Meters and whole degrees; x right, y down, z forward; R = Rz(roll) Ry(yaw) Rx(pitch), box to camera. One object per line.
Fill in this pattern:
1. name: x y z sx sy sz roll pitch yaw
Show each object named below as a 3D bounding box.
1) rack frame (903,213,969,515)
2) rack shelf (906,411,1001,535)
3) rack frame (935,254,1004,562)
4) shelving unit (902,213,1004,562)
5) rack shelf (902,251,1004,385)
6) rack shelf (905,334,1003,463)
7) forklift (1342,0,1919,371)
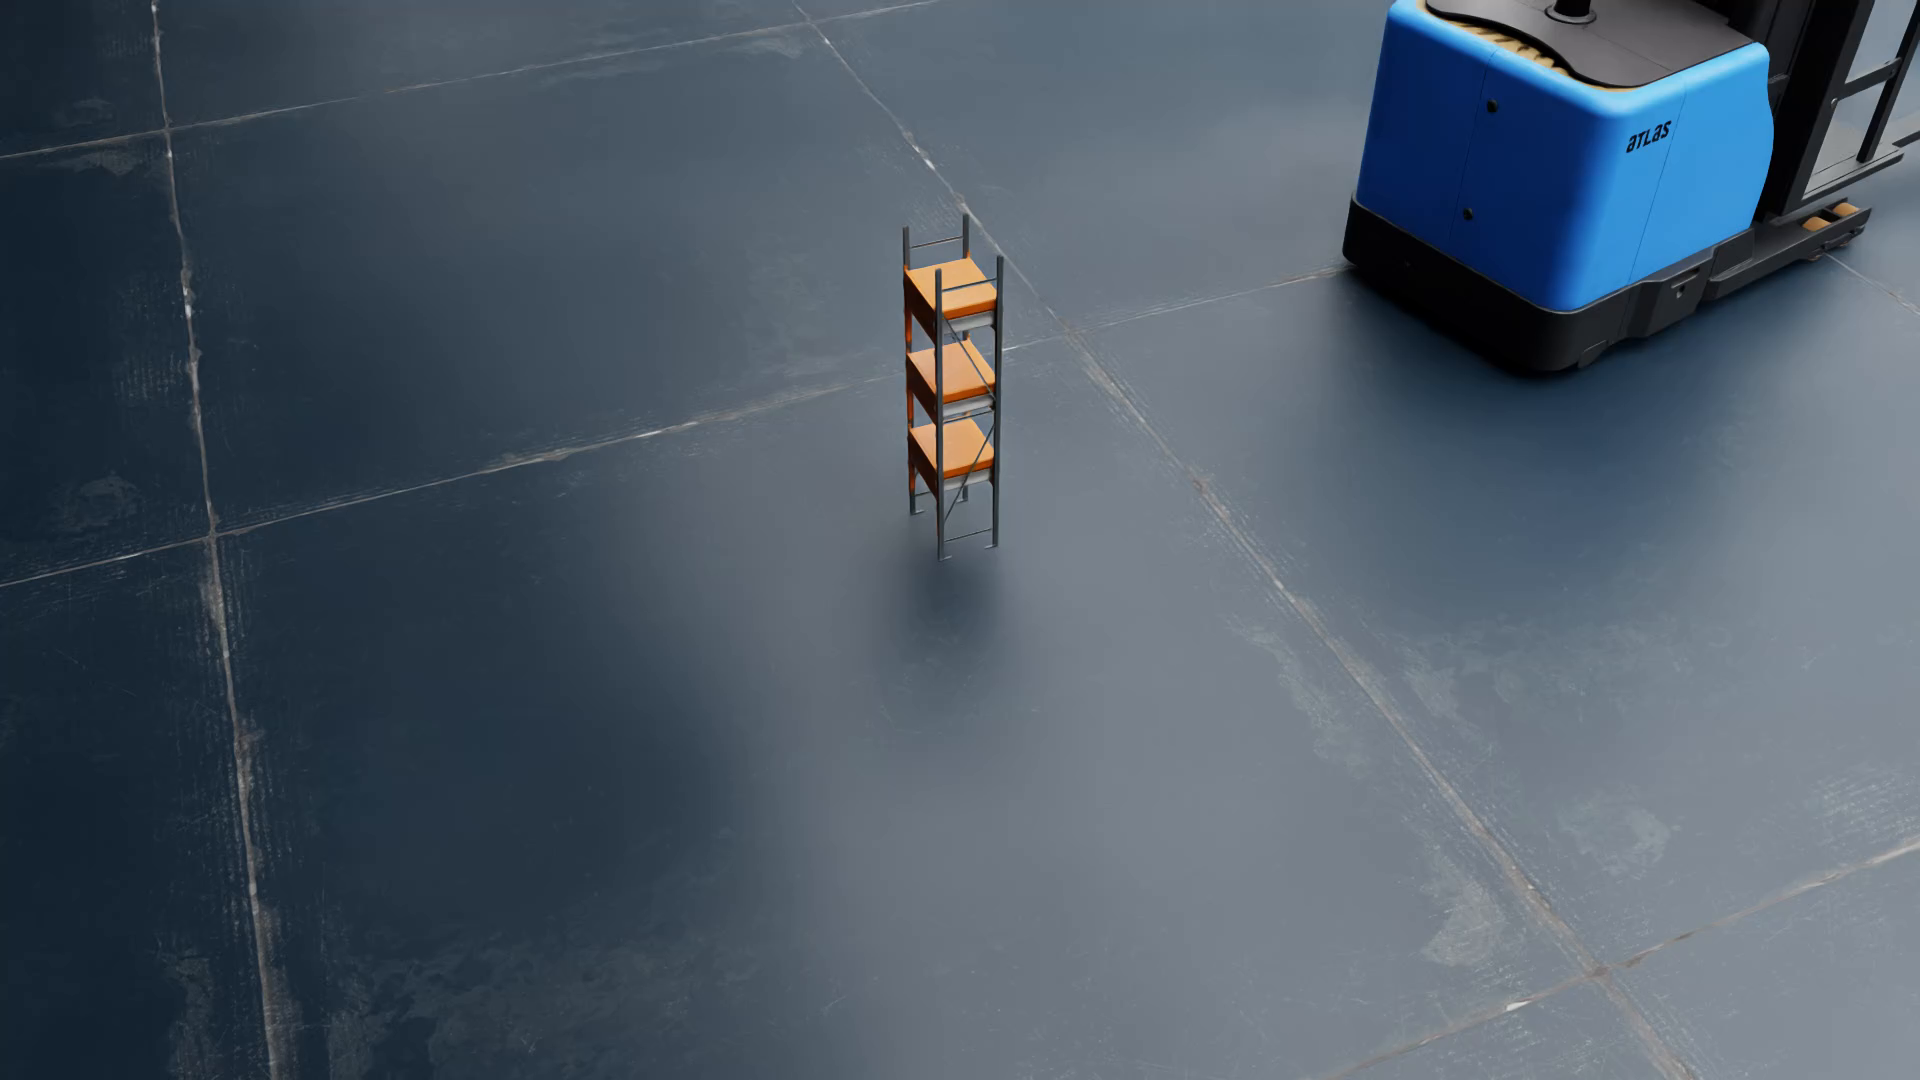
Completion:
1. rack frame: -0.067 -0.504 5.031 0.200 1.050 0.008 -15 43 -17
2. rack shelf: -0.020 -0.212 5.133 0.215 0.259 0.240 -15 43 -17
3. rack frame: 0.026 -0.357 4.860 0.200 1.050 0.008 -15 43 -17
4. shelving unit: -0.020 -0.430 4.945 0.215 1.050 0.252 -15 43 -17
5. rack shelf: -0.020 -0.637 4.767 0.215 0.259 0.240 -15 43 -17
6. rack shelf: -0.020 -0.422 4.952 0.215 0.259 0.240 -15 43 -17
7. forklift: 2.979 -2.465 5.868 3.031 2.935 1.130 -24 46 -26
